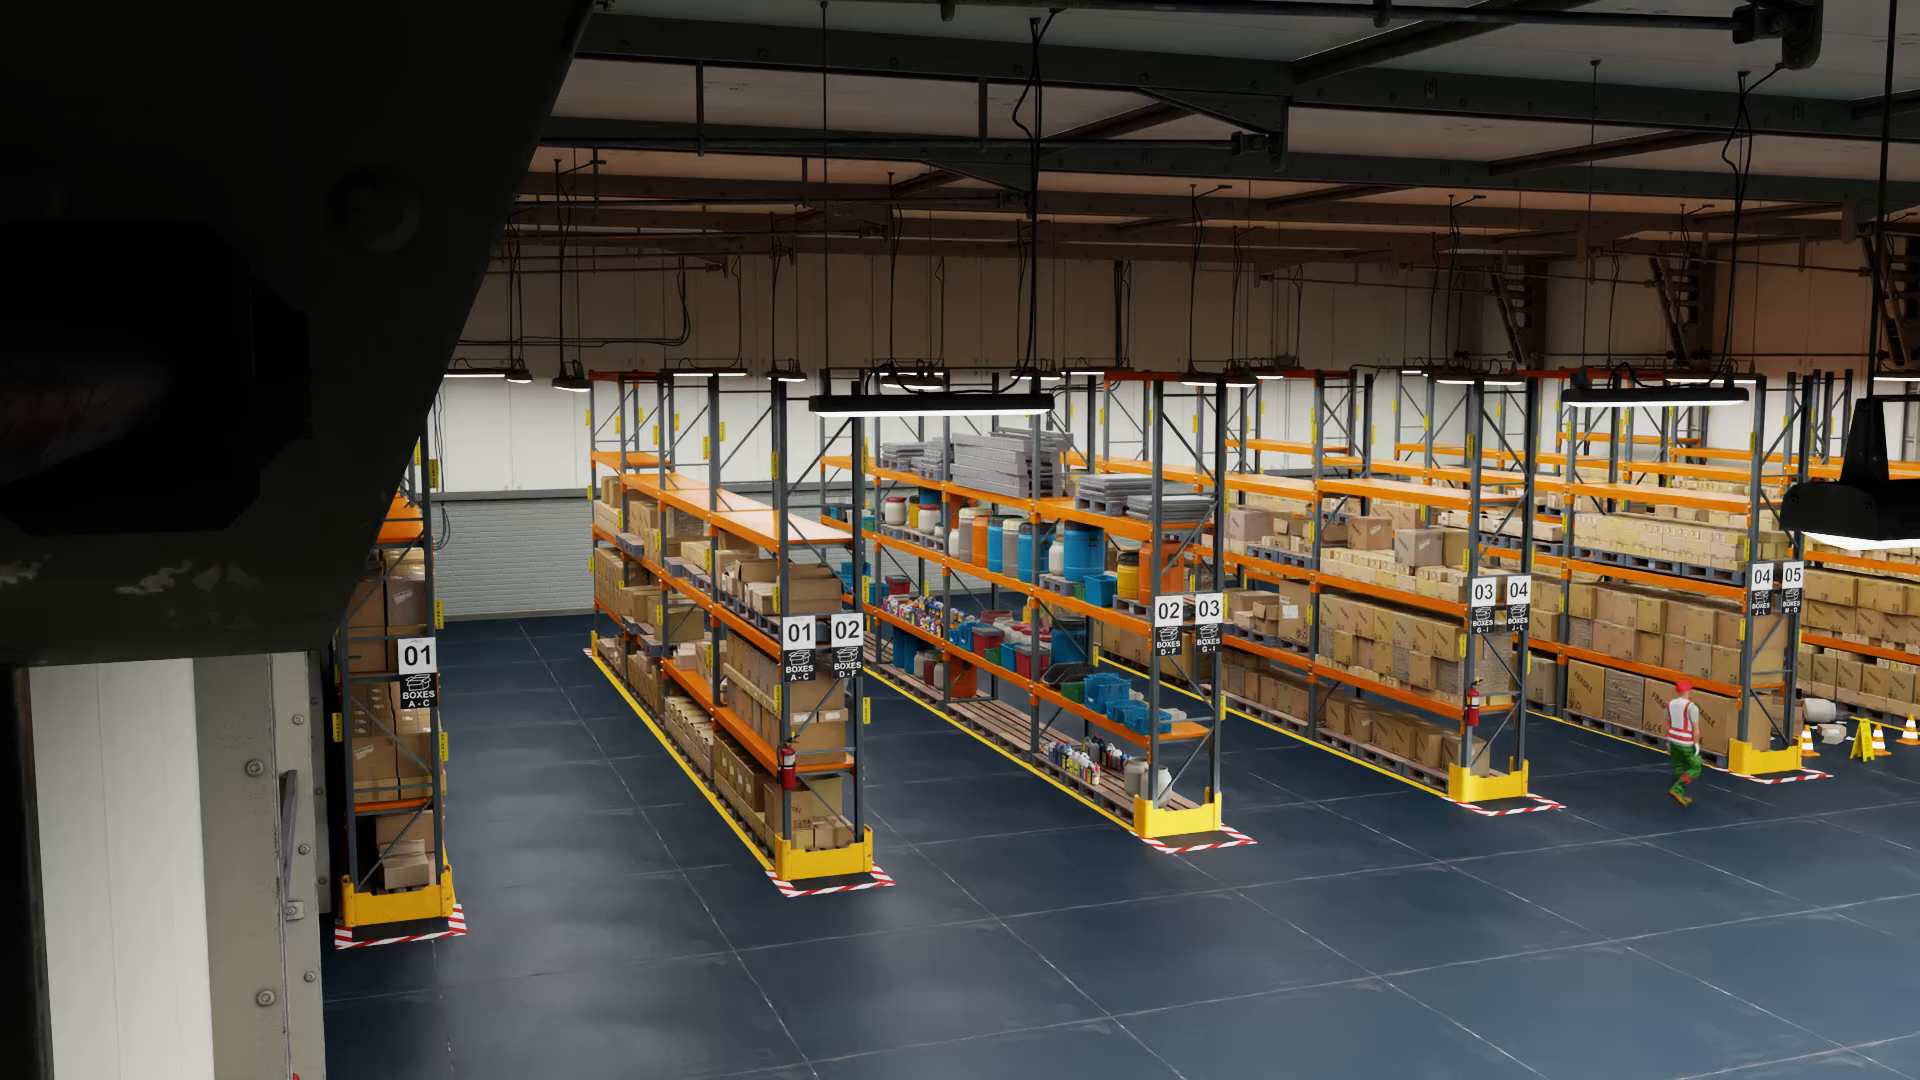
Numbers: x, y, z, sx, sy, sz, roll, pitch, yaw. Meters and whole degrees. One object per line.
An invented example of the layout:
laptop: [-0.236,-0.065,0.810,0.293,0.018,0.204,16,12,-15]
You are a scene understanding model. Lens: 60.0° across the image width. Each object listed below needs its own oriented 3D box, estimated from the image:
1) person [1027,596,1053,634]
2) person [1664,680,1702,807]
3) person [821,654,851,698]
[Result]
person: [1.708,1.628,35.285,0.620,1.553,0.684,-1,6,-8]
person: [10.078,2.839,23.264,0.627,1.785,0.558,-3,7,-28]
person: [-2.257,2.065,30.422,0.609,1.769,0.489,1,6,5]
